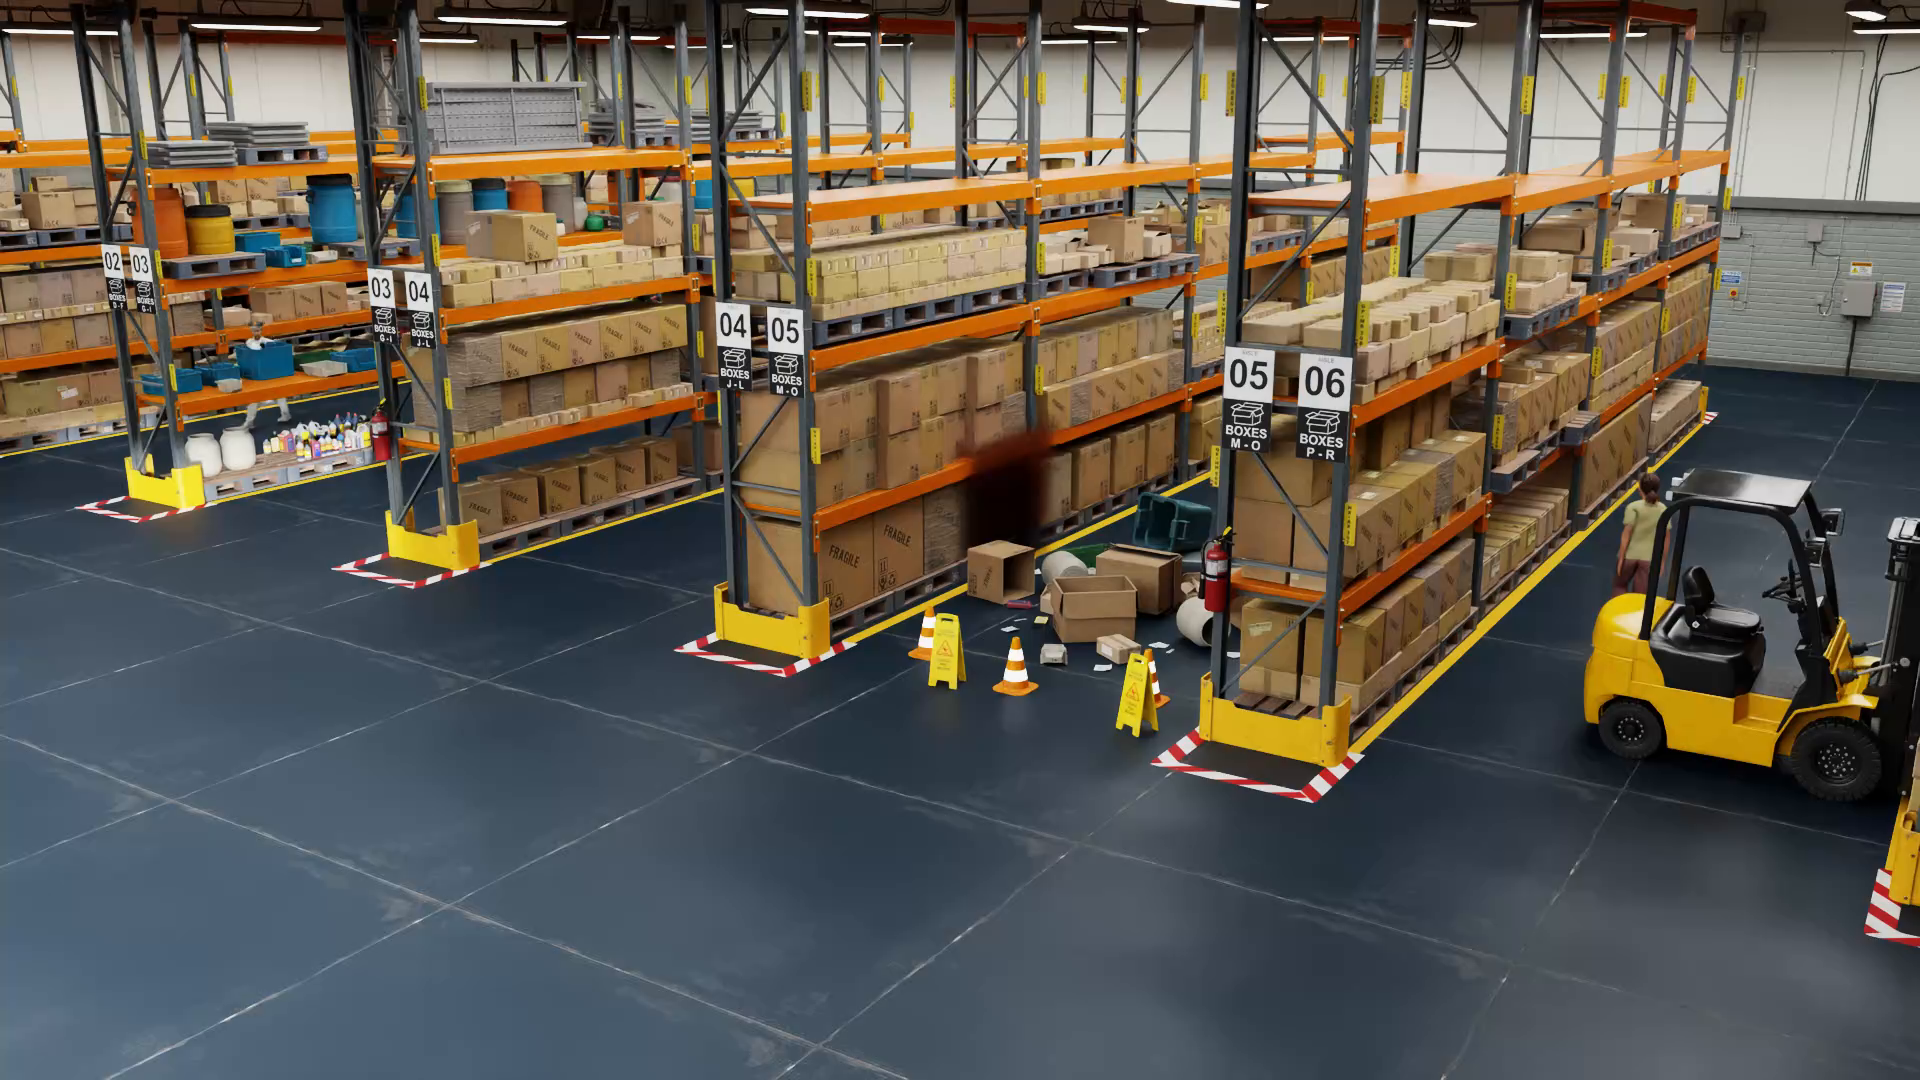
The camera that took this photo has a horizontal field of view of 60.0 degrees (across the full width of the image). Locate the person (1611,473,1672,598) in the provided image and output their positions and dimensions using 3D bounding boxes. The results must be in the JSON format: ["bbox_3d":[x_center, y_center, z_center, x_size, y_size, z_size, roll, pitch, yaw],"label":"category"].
[{"bbox_3d":[6.273,0.203,15.338,0.472,1.647,0.511,6,17,21],"label":"person"}]

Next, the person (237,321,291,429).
[{"bbox_3d":[-10.599,-2.521,25.154,0.593,1.605,1.021,4,16,14],"label":"person"}]
